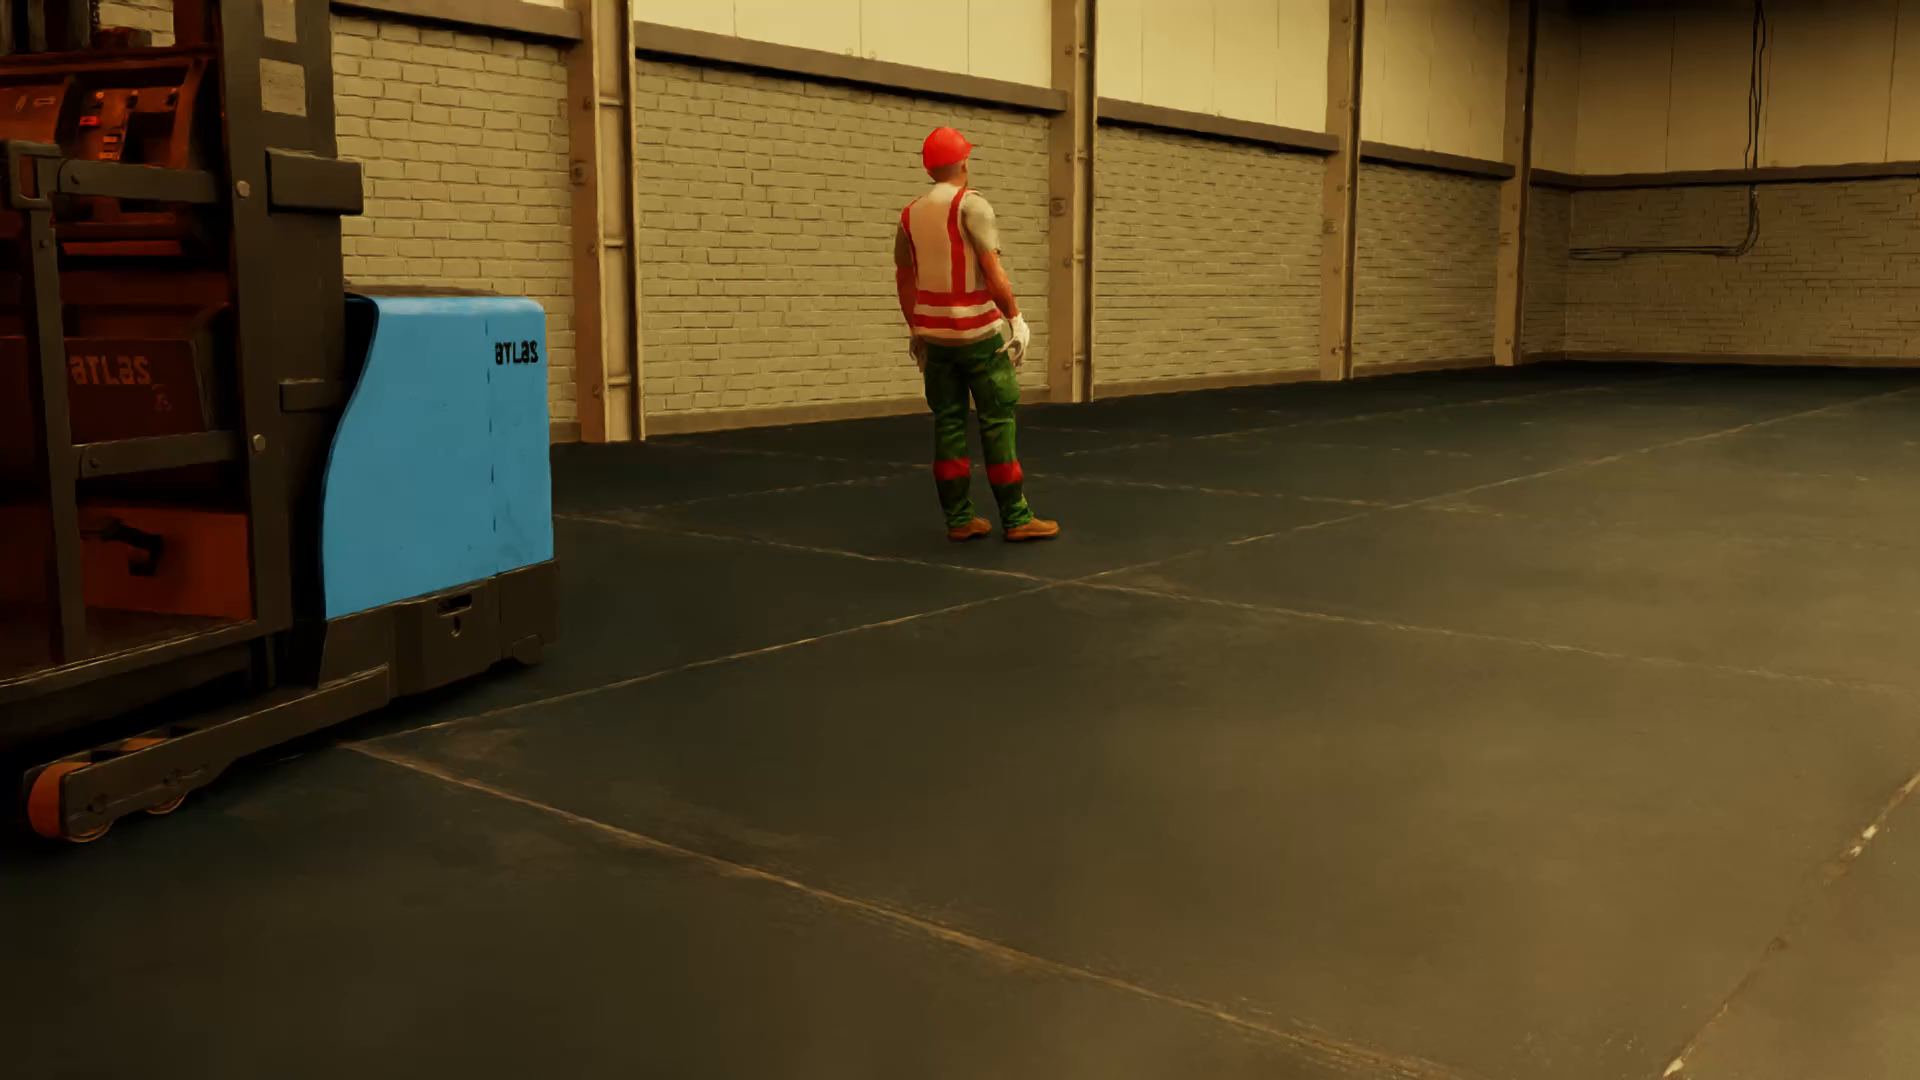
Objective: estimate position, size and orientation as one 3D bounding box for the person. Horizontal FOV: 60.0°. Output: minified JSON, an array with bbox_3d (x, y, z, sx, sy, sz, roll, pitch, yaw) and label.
[{"bbox_3d":[0.059,-0.900,7.329,0.637,1.787,0.563,7,11,38],"label":"person"}]

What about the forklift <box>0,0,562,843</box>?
[{"bbox_3d":[-2.138,-0.914,3.527,1.130,2.935,3.031,3,9,19],"label":"forklift"}]
